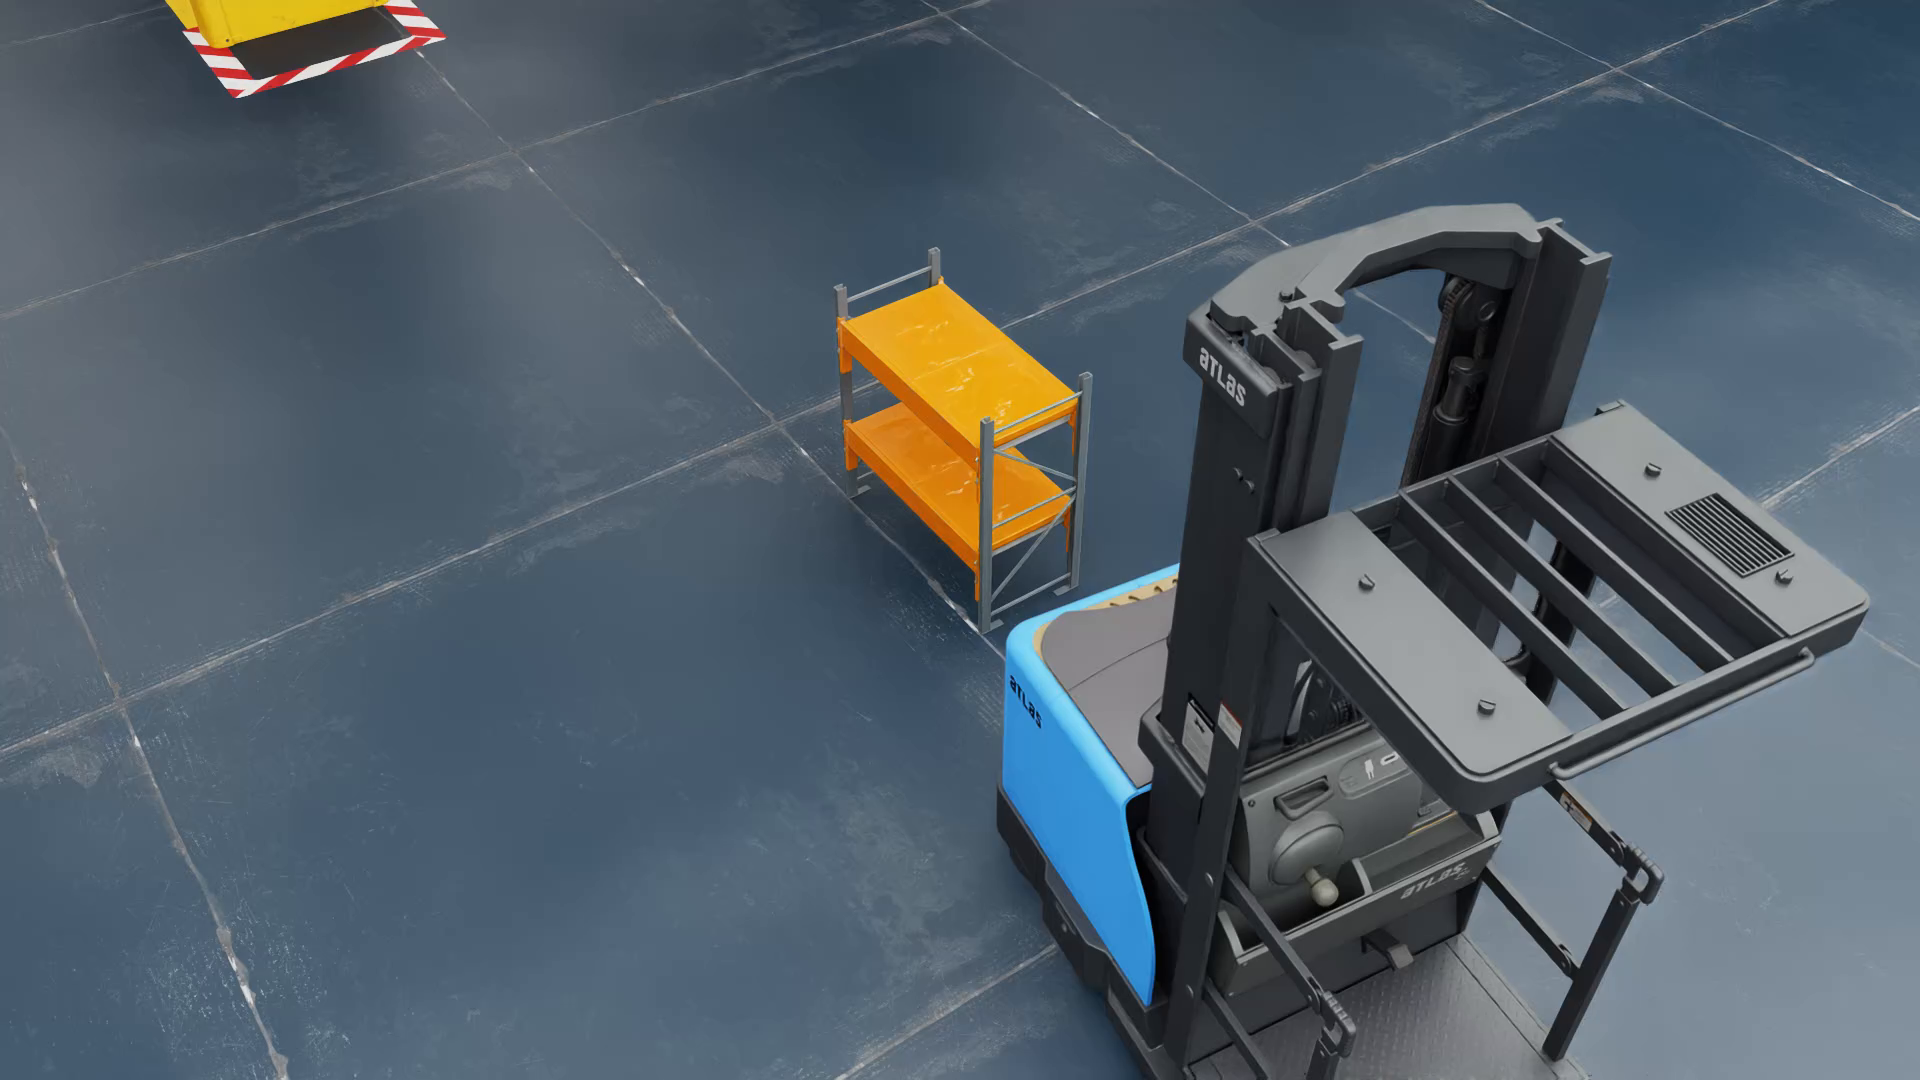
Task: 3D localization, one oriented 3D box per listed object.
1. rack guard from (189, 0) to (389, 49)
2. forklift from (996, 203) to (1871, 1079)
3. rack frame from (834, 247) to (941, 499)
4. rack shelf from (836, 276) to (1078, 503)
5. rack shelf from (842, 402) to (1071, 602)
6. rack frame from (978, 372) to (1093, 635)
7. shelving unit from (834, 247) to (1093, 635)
[{"bbox_3d":[-4.316,-3.590,10.640,1.175,0.500,0.348,-26,49,-24],"label":"rack guard"},{"bbox_3d":[1.249,0.758,4.325,1.130,2.935,3.031,-19,47,-19],"label":"forklift"},{"bbox_3d":[-0.295,-0.699,7.158,0.500,1.125,0.032,-26,49,-24],"label":"rack frame"},{"bbox_3d":[-0.004,-0.622,6.654,0.538,0.278,1.000,-26,49,-24],"label":"rack shelf"},{"bbox_3d":[-0.004,-0.234,7.025,0.538,0.278,1.000,-26,49,-24],"label":"rack shelf"},{"bbox_3d":[0.287,-0.123,6.555,0.500,1.125,0.032,-26,49,-24],"label":"rack frame"},{"bbox_3d":[-0.004,-0.411,6.857,0.538,1.125,1.048,-26,49,-24],"label":"shelving unit"}]
